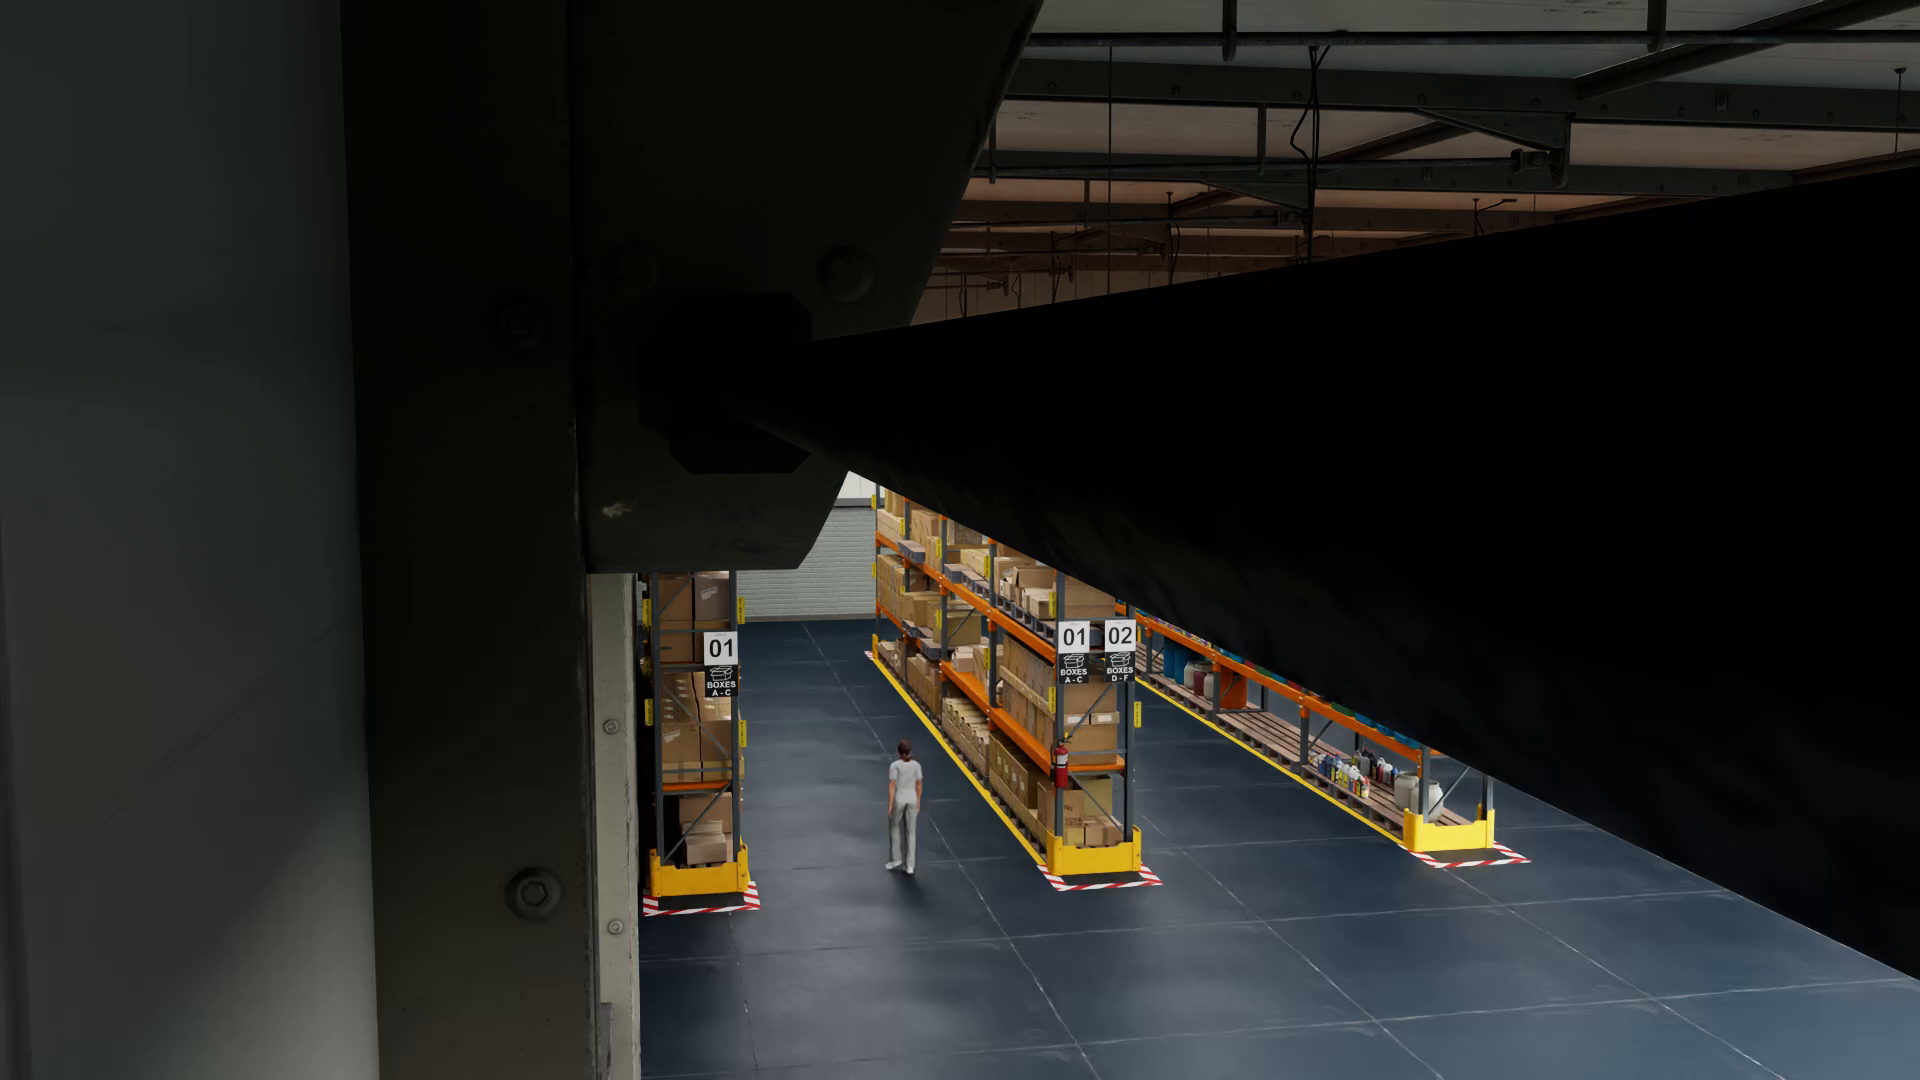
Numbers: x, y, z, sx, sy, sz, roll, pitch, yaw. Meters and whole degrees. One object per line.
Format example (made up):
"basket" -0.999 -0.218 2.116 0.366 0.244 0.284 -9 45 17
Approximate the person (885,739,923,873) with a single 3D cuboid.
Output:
"person" -0.690 3.376 21.004 0.475 1.715 0.595 -2 6 -17
